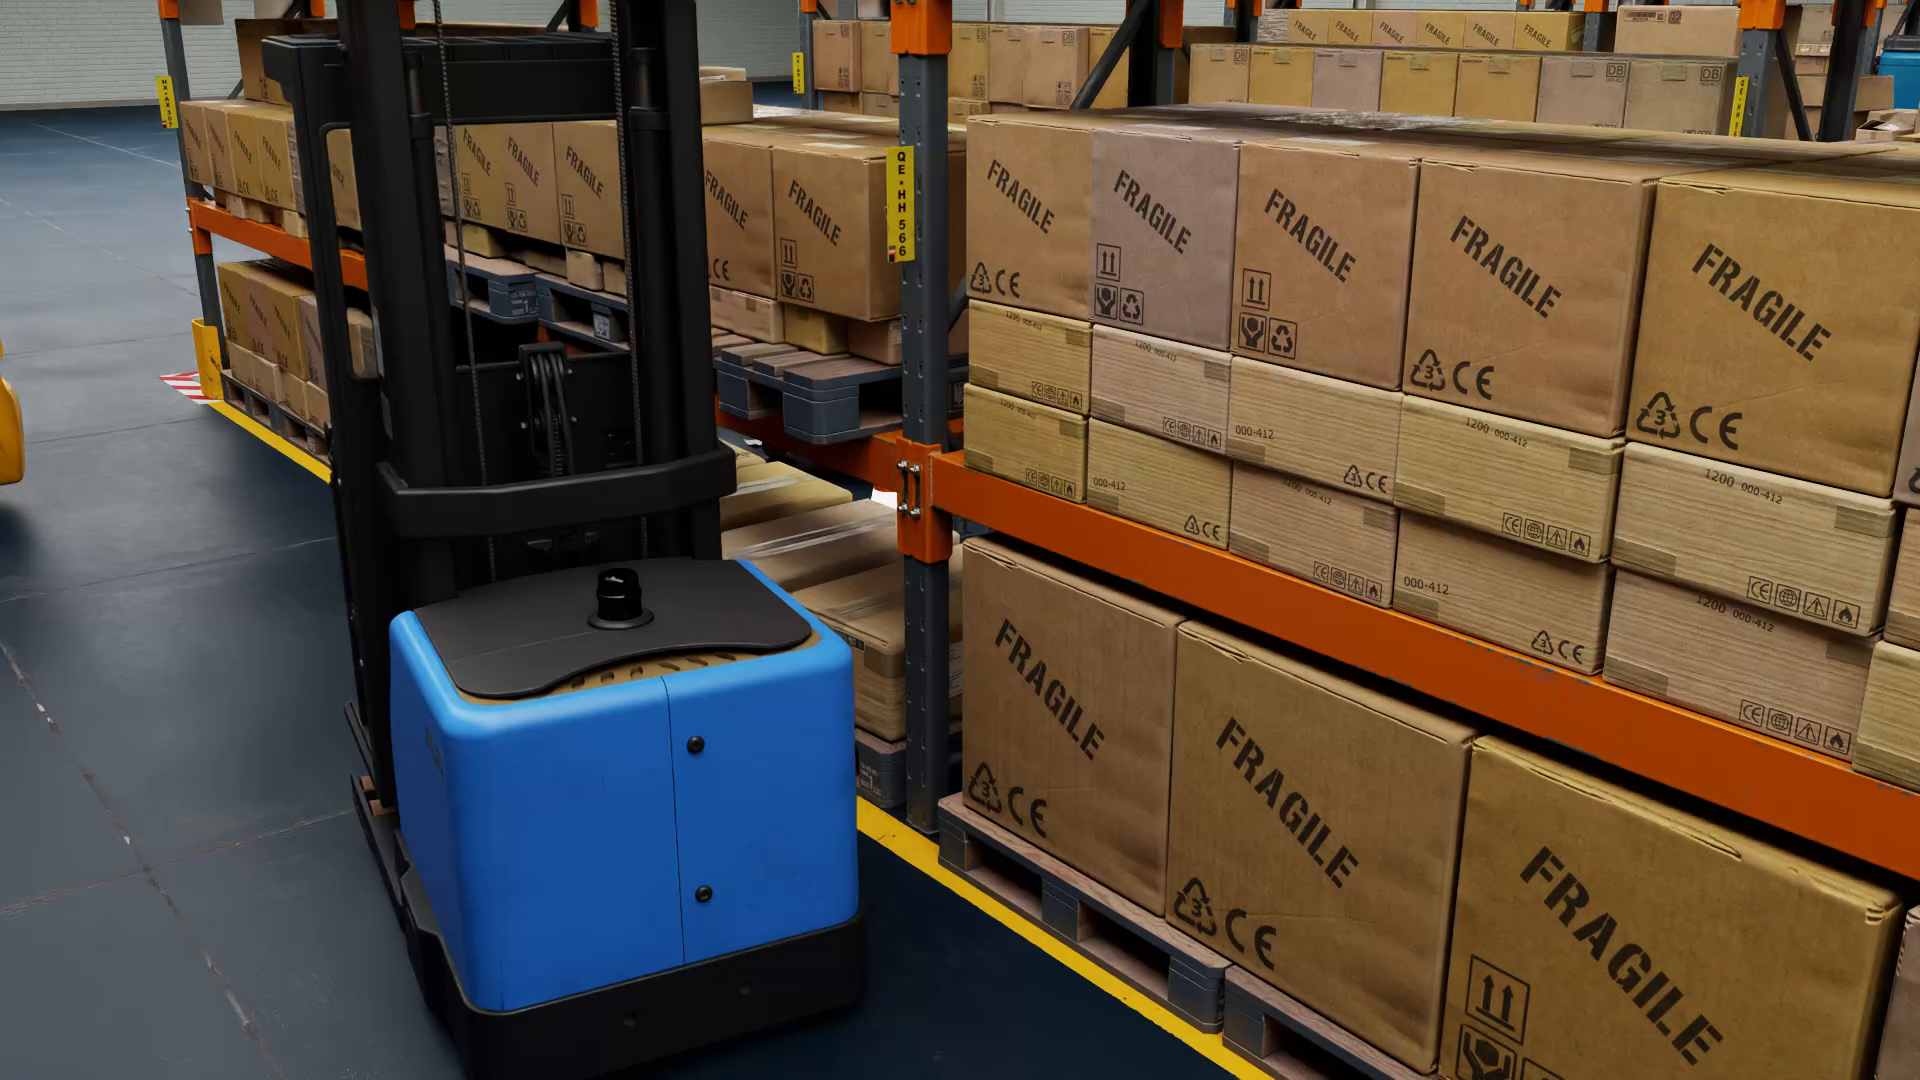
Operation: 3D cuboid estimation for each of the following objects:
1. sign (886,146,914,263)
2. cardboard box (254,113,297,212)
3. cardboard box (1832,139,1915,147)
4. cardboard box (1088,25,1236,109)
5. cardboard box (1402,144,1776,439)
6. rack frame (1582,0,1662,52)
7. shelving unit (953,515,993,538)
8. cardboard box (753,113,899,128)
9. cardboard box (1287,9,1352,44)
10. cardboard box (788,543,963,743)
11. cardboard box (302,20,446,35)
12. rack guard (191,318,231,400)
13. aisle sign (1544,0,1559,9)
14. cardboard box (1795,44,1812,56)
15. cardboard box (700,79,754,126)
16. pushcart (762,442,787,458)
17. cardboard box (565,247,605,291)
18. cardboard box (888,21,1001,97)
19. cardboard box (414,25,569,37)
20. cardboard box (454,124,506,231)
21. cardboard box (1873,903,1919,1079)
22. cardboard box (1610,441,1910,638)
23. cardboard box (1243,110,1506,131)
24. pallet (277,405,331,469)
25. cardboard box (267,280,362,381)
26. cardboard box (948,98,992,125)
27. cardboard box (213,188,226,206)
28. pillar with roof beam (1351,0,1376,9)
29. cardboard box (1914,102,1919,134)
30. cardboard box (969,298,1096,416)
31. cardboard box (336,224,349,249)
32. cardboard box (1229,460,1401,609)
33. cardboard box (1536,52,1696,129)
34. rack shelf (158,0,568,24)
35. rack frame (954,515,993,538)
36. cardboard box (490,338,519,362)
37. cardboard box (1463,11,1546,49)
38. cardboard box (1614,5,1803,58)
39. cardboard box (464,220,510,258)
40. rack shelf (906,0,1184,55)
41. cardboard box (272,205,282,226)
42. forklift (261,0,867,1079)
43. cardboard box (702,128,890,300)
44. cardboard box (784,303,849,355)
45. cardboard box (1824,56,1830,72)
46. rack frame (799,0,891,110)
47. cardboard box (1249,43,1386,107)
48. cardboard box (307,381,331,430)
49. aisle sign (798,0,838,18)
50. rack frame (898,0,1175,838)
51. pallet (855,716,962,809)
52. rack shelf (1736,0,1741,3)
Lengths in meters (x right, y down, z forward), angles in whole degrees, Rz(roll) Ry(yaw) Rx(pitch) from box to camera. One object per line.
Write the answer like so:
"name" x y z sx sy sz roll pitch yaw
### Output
"sign" -0.168 -0.967 4.795 0.100 0.325 0.005 -14 23 -36
"cardboard box" -3.676 -2.176 9.531 0.500 0.500 0.500 -15 23 -37
"cardboard box" 4.207 -1.764 7.703 0.380 0.149 0.250 -14 23 -36
"cardboard box" 1.383 -3.221 11.363 0.875 0.550 0.550 -14 23 -36
"cardboard box" 1.301 -0.540 3.473 0.500 0.500 0.500 -14 23 -35
"rack frame" 5.536 -3.483 14.110 1.000 3.000 0.127 -14 23 -36
"shelving unit" 0.005 -0.425 8.215 0.258 0.900 0.210 -14 23 -36
"cardboard box" -0.511 -1.364 6.410 0.500 0.500 0.500 -14 23 -35
"cardboard box" 3.485 -4.819 15.920 0.500 0.500 0.500 -14 23 -36
"cardboard box" -0.092 0.344 6.065 0.950 0.372 0.625 -16 24 -40
"cardboard box" -3.522 -2.883 10.074 0.700 0.500 0.500 -14 23 -37
"rack guard" -4.669 -1.329 11.582 1.175 0.500 0.348 -14 23 -36
"aisle sign" 7.123 -6.745 19.826 0.394 0.787 0.004 -14 23 -36
"cardboard box" 11.215 -6.492 22.004 0.380 0.149 0.250 -14 23 -36
"cardboard box" -0.986 -1.607 6.113 0.380 0.149 0.250 -15 24 -39
"pushcart" -0.476 -0.761 10.062 0.936 0.377 1.648 11 21 30
"cardboard box" -1.349 -1.105 6.658 0.380 0.149 0.250 -13 22 -34
"cardboard box" -0.043 -3.728 12.894 0.875 0.550 0.550 -14 23 -36
"cardboard box" -2.335 -2.363 8.504 0.700 0.500 0.500 -14 23 -37
"cardboard box" -1.854 -1.642 7.250 0.500 0.500 0.500 -14 23 -36
"cardboard box" 2.287 1.094 2.997 0.875 0.875 0.875 -13 22 -34
"cardboard box" 1.628 -0.053 3.194 0.500 0.250 0.500 -13 23 -35
"cardboard box" 1.102 -0.884 4.511 0.500 0.500 0.500 -13 23 -35
"pallet" -3.439 -0.685 10.094 1.003 0.211 1.213 -14 23 -36
"cardboard box" -3.783 -1.273 9.948 0.500 0.500 0.500 -13 23 -35
"cardboard box" 0.337 -3.098 12.708 0.875 0.550 0.500 -14 23 -36
"cardboard box" -4.667 -2.291 10.910 0.380 0.149 0.250 -14 23 -36
"pillar with roof beam" 4.989 -12.330 31.283 9.100 9.000 0.400 -14 23 -36
"cardboard box" 7.228 -2.988 11.786 0.700 0.500 0.500 -10 21 -28
"cardboard box" 0.372 -0.556 4.714 0.500 0.250 0.500 -14 23 -36
"cardboard box" -3.304 -1.699 9.122 0.380 0.149 0.250 -14 23 -37
"cardboard box" 1.012 -0.069 4.037 0.500 0.250 0.500 -13 22 -34
"cardboard box" 3.483 -2.313 8.827 0.700 0.500 0.500 -14 23 -37
"rack shelf" -3.474 -3.124 9.398 1.077 0.370 4.000 -14 23 -36
"rack frame" 0.068 -0.400 8.139 0.240 0.900 0.006 -14 23 -36
"cardboard box" -2.387 -0.997 9.115 0.500 0.500 0.500 -13 22 -34
"cardboard box" 4.730 -4.327 14.434 0.500 0.500 0.500 -14 23 -36
"cardboard box" 5.920 -3.744 13.276 1.000 1.000 1.000 -14 23 -36
"cardboard box" -1.989 -1.368 7.453 0.380 0.149 0.250 -13 23 -35
"rack shelf" 1.493 -1.153 3.445 1.077 0.370 4.000 -14 23 -36
"cardboard box" -3.878 -1.968 9.935 0.380 0.149 0.250 -13 22 -34
"forklift" -1.372 -0.453 5.067 1.130 2.935 3.031 -9 20 -26
"cardboard box" -0.578 -1.134 5.716 0.500 0.500 0.500 -14 23 -37
"cardboard box" -0.360 -0.730 5.527 0.380 0.149 0.250 -14 23 -35
"cardboard box" 11.734 -6.079 21.791 0.700 0.500 0.500 -14 23 -36
"rack frame" -0.898 -3.526 14.238 1.000 3.000 0.127 -14 23 -36
"cardboard box" 2.219 -2.815 10.341 0.700 0.500 0.500 -14 23 -37
"cardboard box" -3.461 -0.792 9.688 0.500 0.250 0.500 -14 23 -35
"aisle sign" -1.177 -4.719 13.705 0.394 0.787 0.004 -14 23 -36
"rack frame" 0.251 -0.563 5.292 1.000 3.000 0.127 -14 23 -36
"pallet" -0.233 0.568 6.313 1.003 0.211 1.213 -14 23 -36
"rack shelf" 12.062 -6.991 21.076 1.077 0.370 4.000 -14 23 -36
